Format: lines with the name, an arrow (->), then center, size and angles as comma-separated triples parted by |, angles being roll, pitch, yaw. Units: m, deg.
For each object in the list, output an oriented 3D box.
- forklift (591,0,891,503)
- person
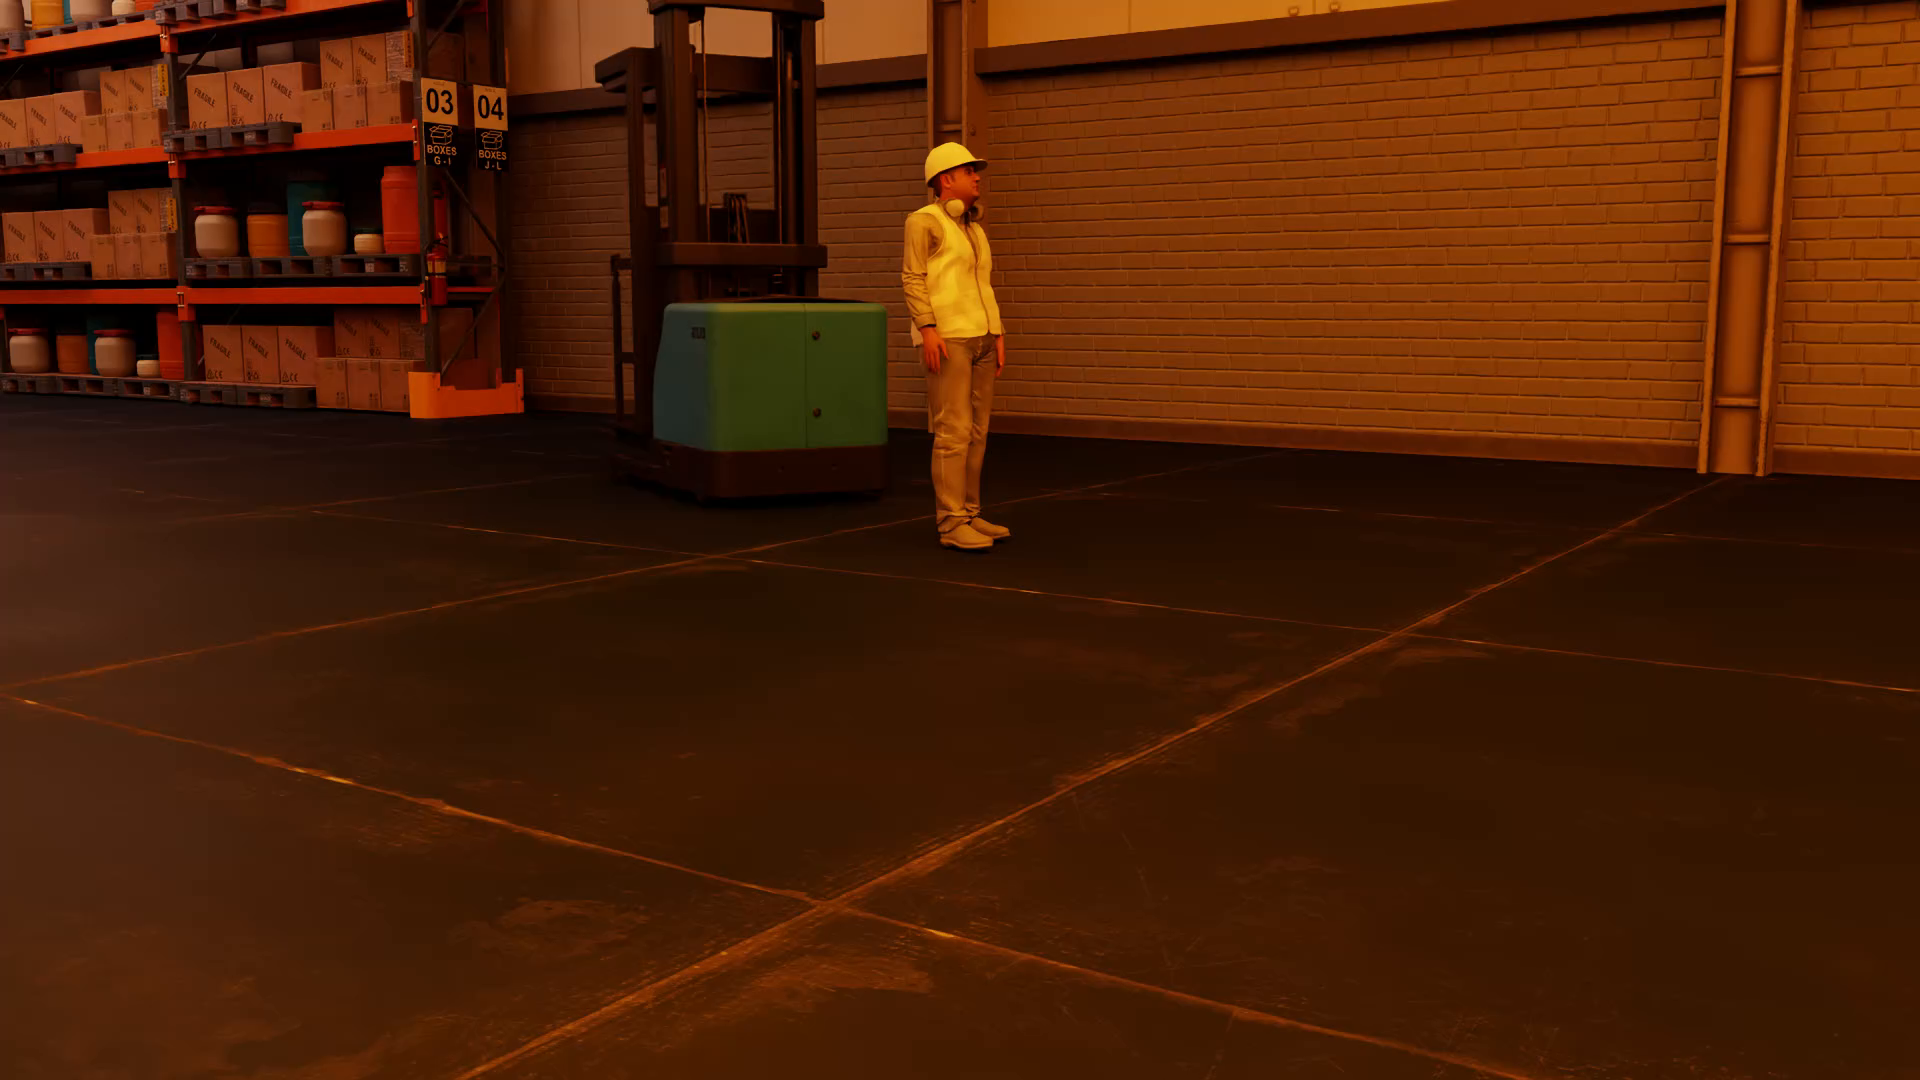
forklift -> -1.509, -1.817, 9.970 | 1.130, 2.935, 3.031 | -4, 9, -27
person -> 0.048, -0.880, 7.437 | 0.566, 1.775, 0.633 | 5, 10, 34
